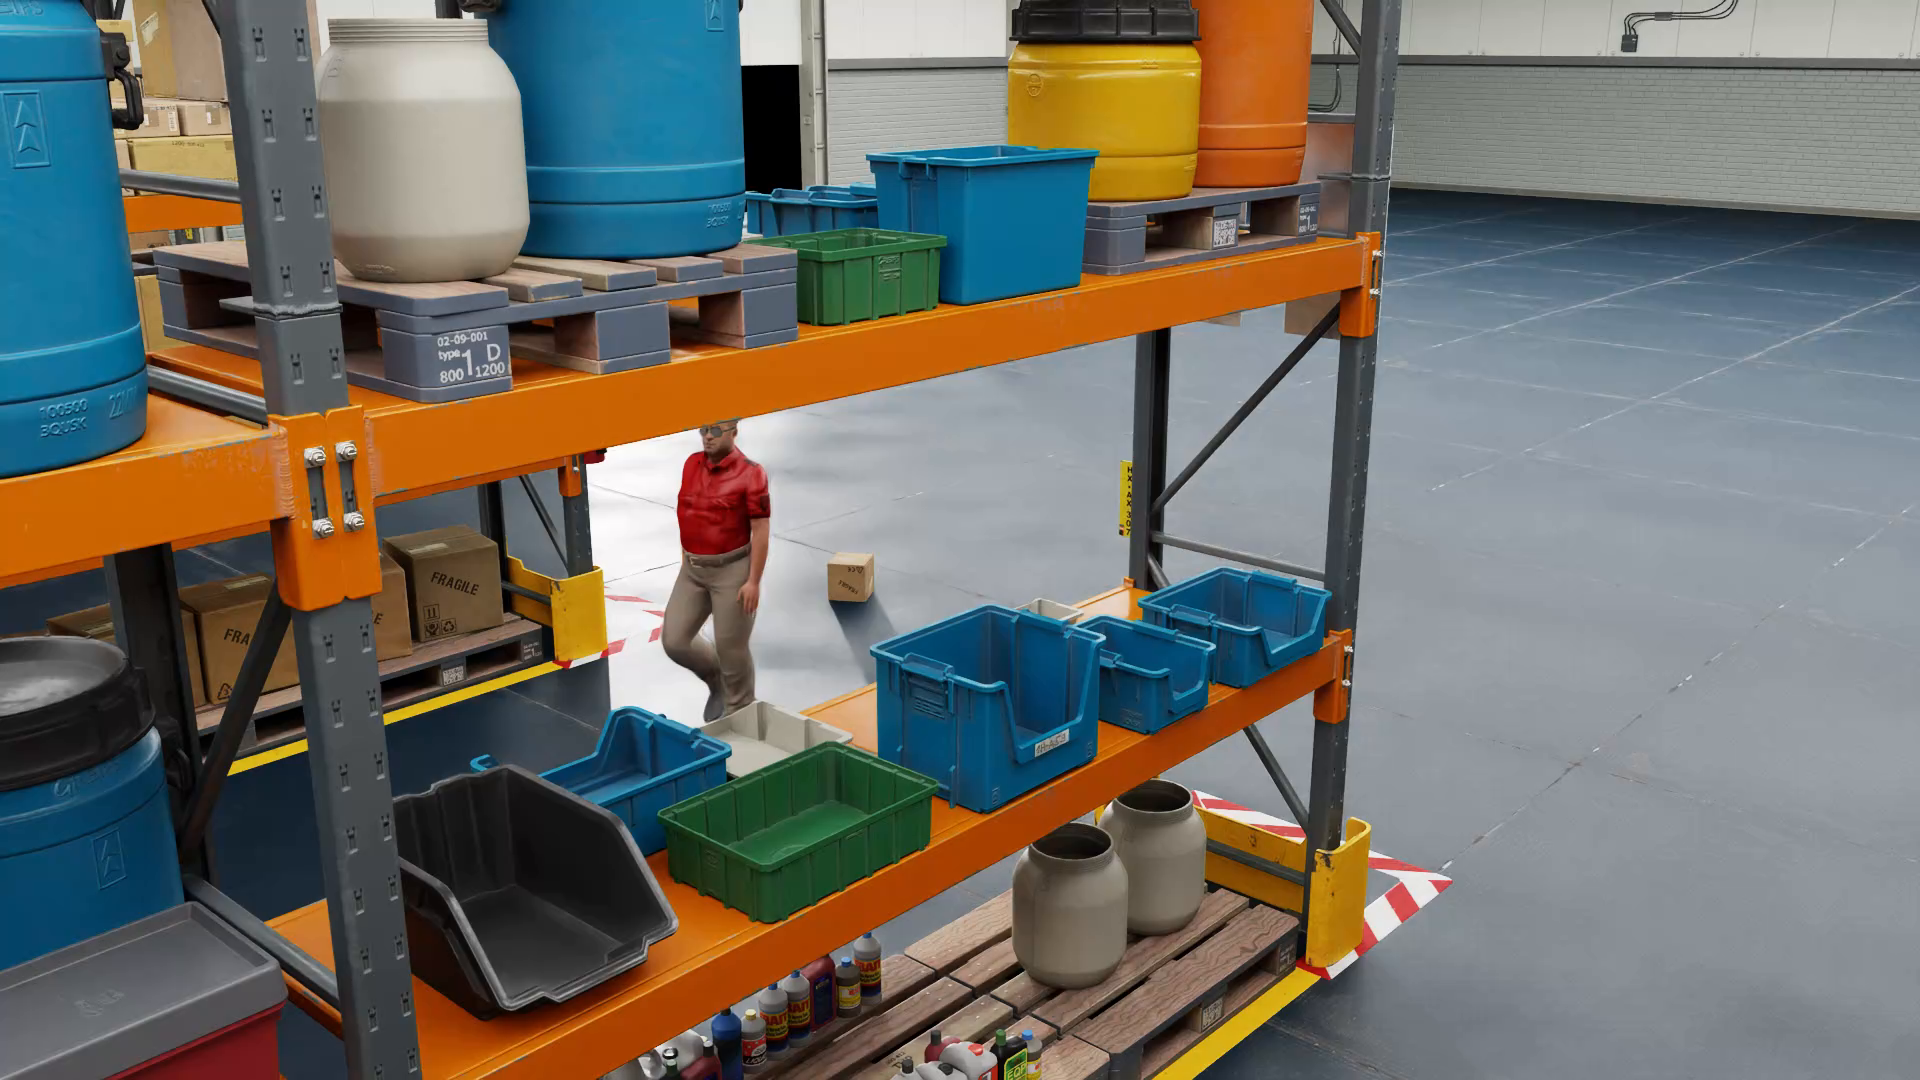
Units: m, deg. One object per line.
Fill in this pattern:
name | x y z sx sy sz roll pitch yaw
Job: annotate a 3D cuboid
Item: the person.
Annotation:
person | -1.219 0.184 8.394 0.564 1.737 0.475 9 19 28
